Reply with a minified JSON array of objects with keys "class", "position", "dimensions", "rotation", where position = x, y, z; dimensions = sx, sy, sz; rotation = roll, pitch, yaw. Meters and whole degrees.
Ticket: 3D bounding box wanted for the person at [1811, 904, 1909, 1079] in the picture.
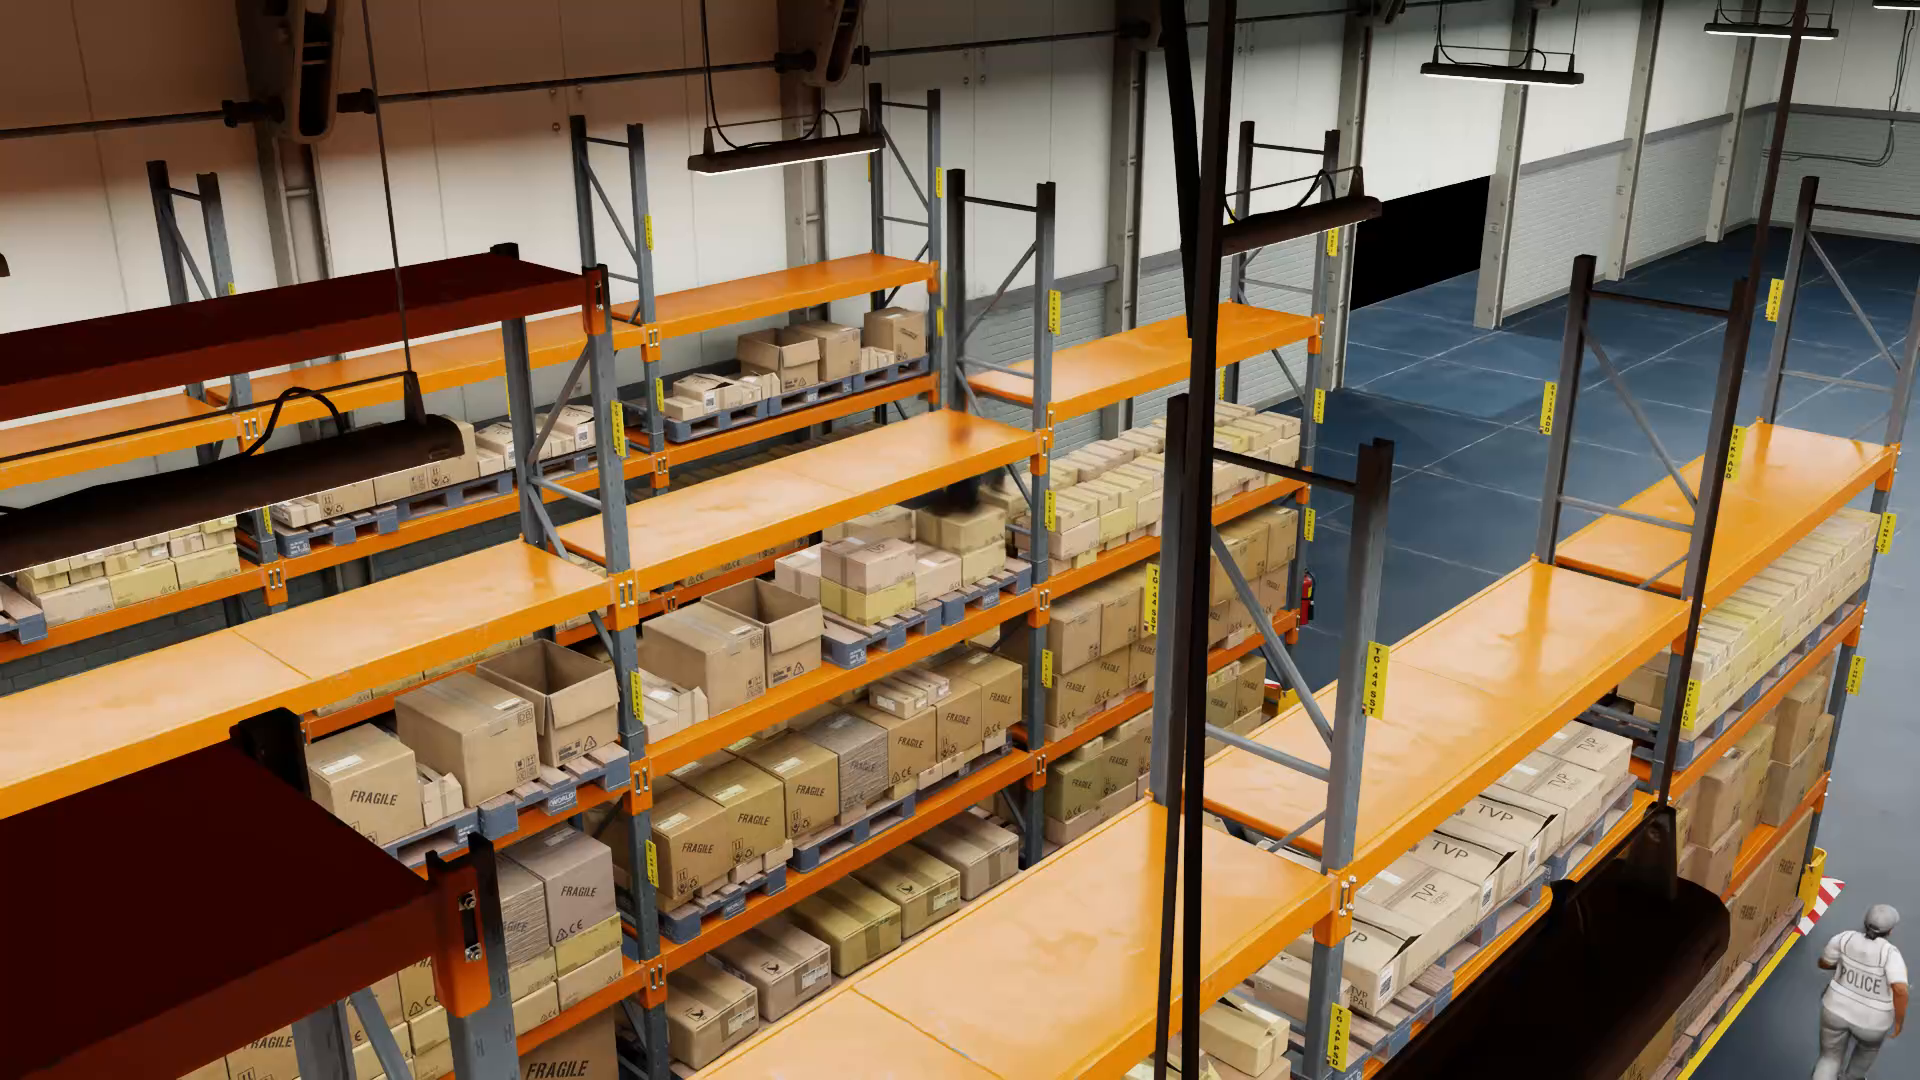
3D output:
[{"class":"person","position":[6.076,3.280,11.316],"dimensions":[0.627,1.713,0.838],"rotation":[20,29,41]}]
